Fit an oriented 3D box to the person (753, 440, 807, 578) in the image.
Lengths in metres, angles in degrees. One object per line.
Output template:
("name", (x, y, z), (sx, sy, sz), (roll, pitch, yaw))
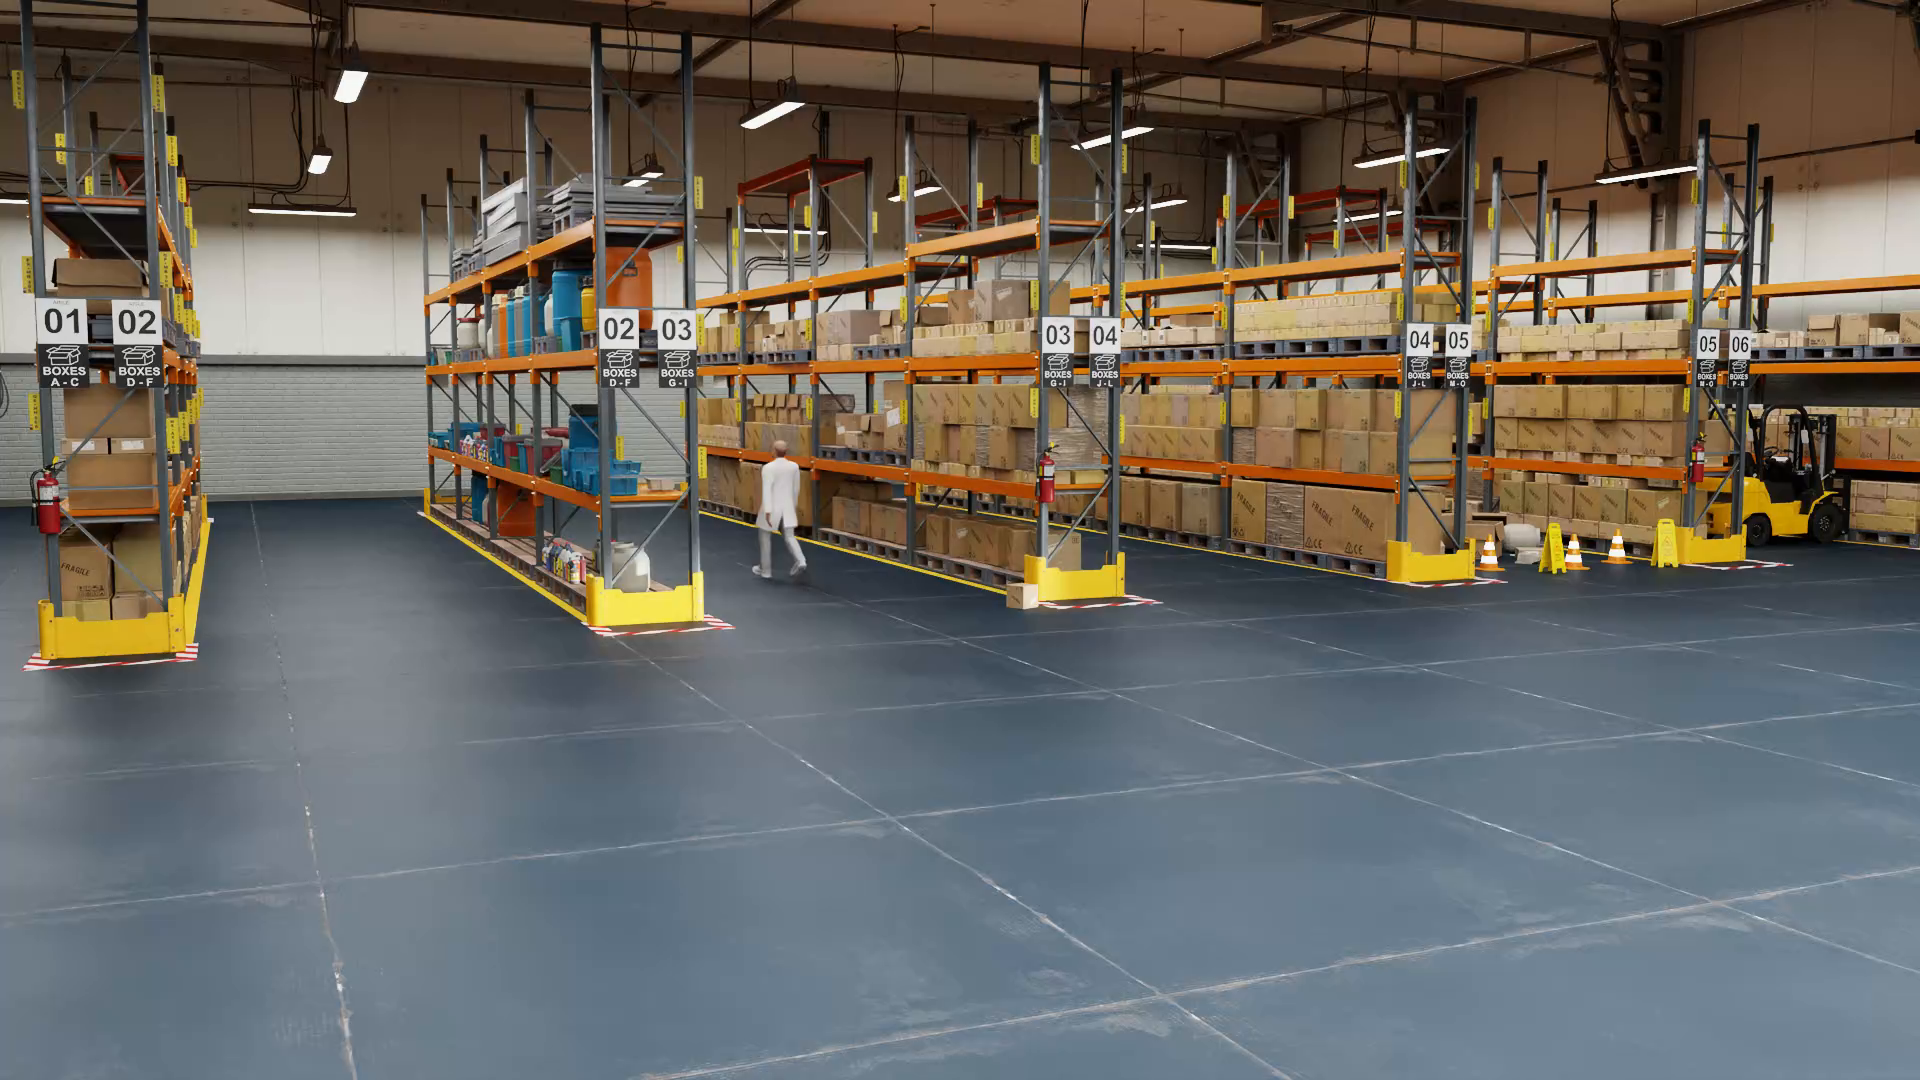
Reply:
("person", (-2.254, -0.379, 20.796), (0.567, 1.736, 1.069), (-3, 6, -30))
